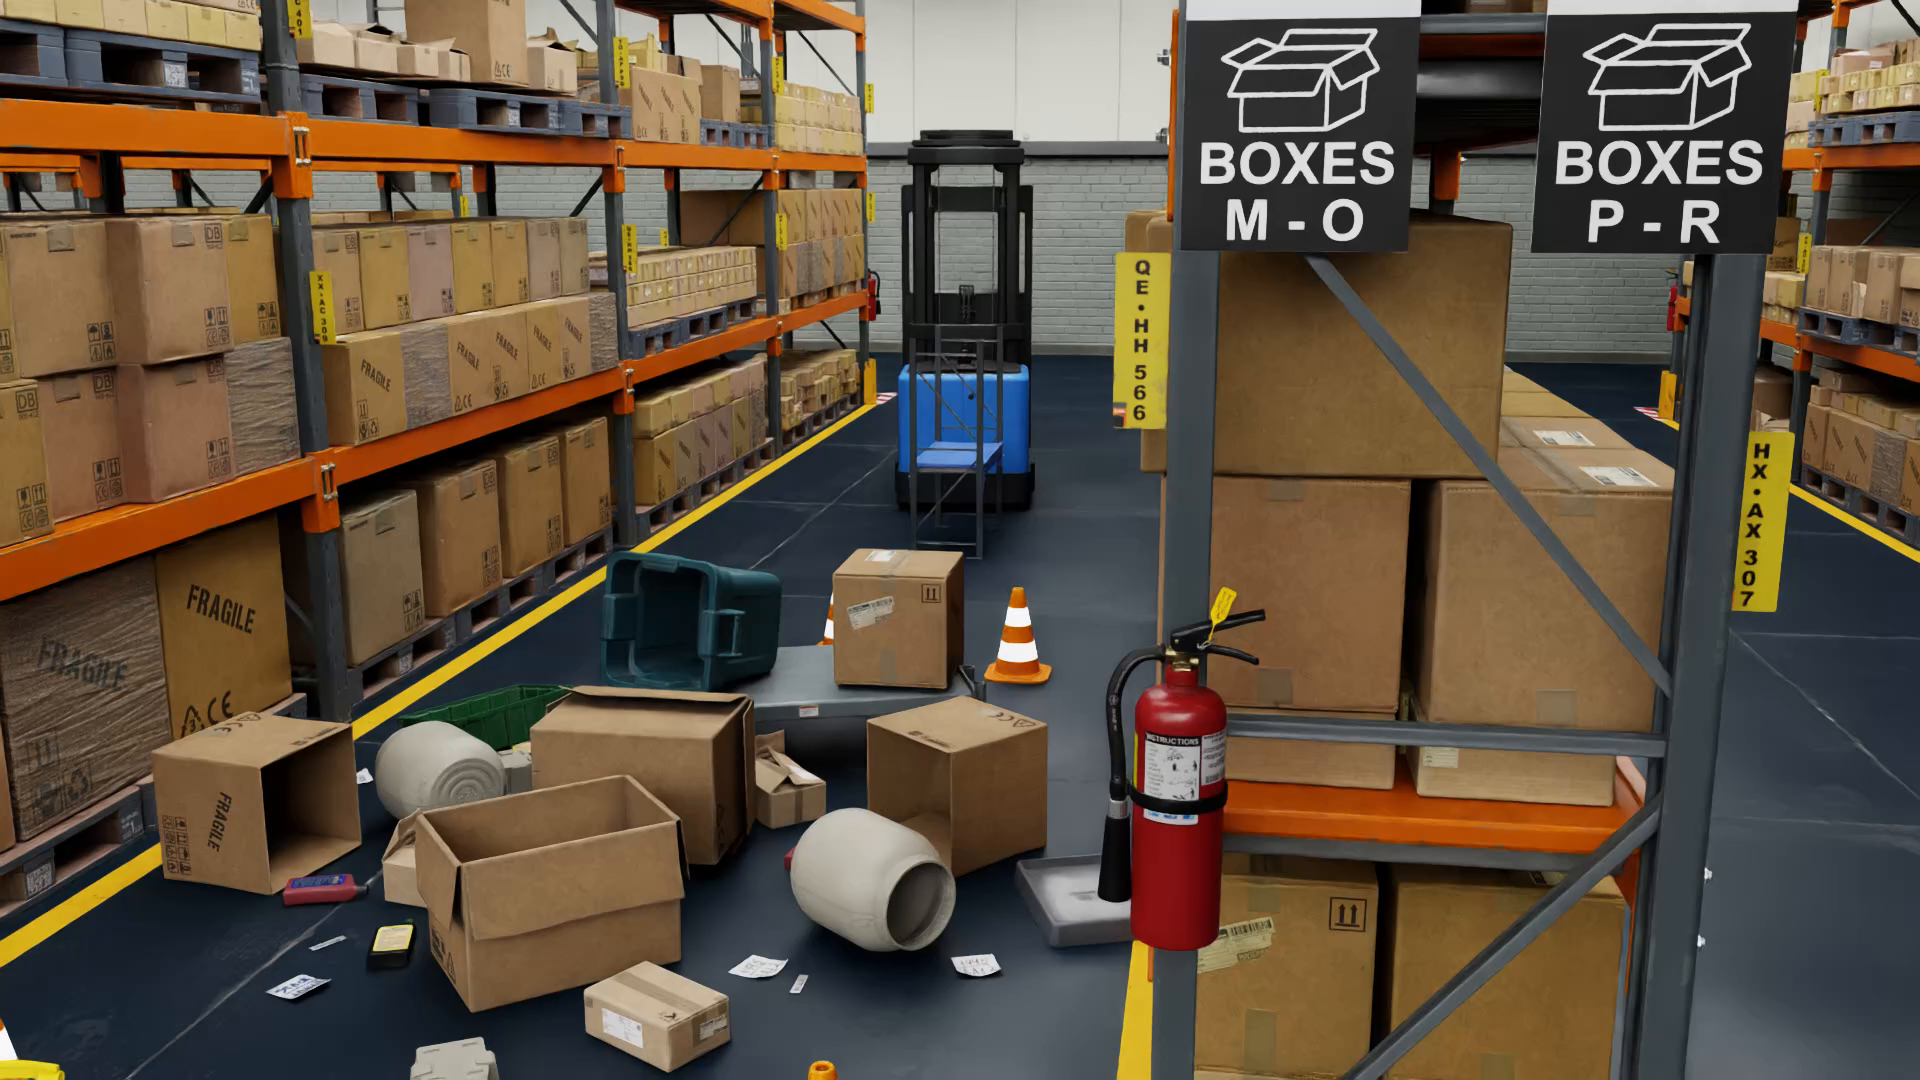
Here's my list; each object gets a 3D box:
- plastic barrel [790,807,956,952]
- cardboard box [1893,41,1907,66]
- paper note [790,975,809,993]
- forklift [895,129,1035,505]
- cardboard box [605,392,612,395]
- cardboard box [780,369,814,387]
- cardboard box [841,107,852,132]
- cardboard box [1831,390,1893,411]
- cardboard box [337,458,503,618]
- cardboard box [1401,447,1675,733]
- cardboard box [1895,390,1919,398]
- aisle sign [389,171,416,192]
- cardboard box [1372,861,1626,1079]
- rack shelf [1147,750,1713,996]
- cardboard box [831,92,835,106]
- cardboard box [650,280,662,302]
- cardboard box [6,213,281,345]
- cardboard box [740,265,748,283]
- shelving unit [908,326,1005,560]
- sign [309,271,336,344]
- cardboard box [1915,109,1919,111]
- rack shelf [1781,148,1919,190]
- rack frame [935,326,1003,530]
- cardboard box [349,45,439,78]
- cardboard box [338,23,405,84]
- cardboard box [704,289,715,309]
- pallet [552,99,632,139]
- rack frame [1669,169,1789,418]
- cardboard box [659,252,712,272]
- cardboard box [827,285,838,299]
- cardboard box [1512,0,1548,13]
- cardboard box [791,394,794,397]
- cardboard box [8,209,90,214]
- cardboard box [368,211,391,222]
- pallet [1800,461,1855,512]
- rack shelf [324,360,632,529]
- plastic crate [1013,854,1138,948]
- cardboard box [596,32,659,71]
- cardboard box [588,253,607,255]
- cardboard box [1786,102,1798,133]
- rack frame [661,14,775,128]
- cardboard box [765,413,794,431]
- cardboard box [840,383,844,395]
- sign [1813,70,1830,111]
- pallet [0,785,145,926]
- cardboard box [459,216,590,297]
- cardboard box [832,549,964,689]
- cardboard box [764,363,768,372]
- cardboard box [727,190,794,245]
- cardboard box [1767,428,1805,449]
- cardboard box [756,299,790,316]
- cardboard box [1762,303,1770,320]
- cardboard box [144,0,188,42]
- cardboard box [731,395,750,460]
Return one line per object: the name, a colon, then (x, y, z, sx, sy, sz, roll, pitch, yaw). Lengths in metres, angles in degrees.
plastic barrel: (-0.296, 1.155, 5.631, 0.421, 0.421, 0.512, -10, 16, -40)
cardboard box: (7.653, -3.843, 13.260, 0.396, 0.266, 0.258, 2, 12, 8)
paper note: (-0.517, 1.427, 5.347, 0.032, 0.001, 0.123, 2, 12, 9)
forklift: (0.065, -1.969, 14.173, 1.130, 2.935, 3.031, 0, 12, 1)
cardboard box: (-2.881, -1.037, 12.841, 0.500, 0.250, 0.500, 2, 12, 9)
cardboard box: (-1.693, -1.646, 16.868, 0.380, 0.149, 0.250, 2, 12, 10)
cardboard box: (-1.461, -4.523, 17.908, 0.500, 0.250, 0.500, 2, 12, 7)
cardboard box: (7.348, -1.138, 13.551, 0.380, 0.149, 0.250, 2, 12, 7)
cardboard box: (-3.251, -0.036, 9.385, 1.050, 0.750, 0.750, 2, 12, 9)
cardboard box: (1.229, 0.090, 3.511, 0.500, 0.500, 0.500, 2, 12, 8)
cardboard box: (7.826, -1.123, 13.483, 0.380, 0.149, 0.250, 2, 12, 9)
aisle sign: (-6.735, -4.573, 19.923, 0.394, 0.787, 0.004, 2, 12, 9)
cardboard box: (1.282, 0.983, 4.064, 0.500, 0.500, 0.500, 1, 12, 7)
rack shelf: (1.190, 0.309, 5.145, 1.077, 0.370, 4.000, 2, 12, 9)
cardboard box: (-1.530, -4.639, 17.500, 0.380, 0.149, 0.250, 2, 12, 7)
cardboard box: (-2.444, -1.865, 12.419, 0.380, 0.149, 0.250, 1, 12, 7)
cardboard box: (-3.500, -1.123, 7.167, 0.875, 0.550, 0.550, 2, 12, 9)
cardboard box: (-2.085, -2.347, 14.657, 0.380, 0.149, 0.250, 2, 12, 9)
shelving unit: (-0.013, -0.715, 11.753, 0.538, 1.500, 1.048, 2, 12, 9)
sign: (-2.861, -1.042, 7.466, 0.100, 0.325, 0.005, 2, 12, 9)
cardboard box: (7.610, -3.388, 12.838, 0.380, 0.149, 0.250, 1, 12, 7)
rack shelf: (7.940, -3.495, 15.677, 1.077, 0.370, 4.000, 2, 12, 9)
rack frame: (0.065, -0.821, 12.244, 0.500, 1.500, 0.032, 2, 12, 9)
cardboard box: (-2.937, -2.479, 8.618, 0.380, 0.149, 0.250, 2, 12, 9)
cardboard box: (-3.357, -2.647, 9.012, 0.500, 0.311, 0.500, 1, 12, 7)
cardboard box: (-2.242, -1.985, 13.685, 0.380, 0.149, 0.250, 2, 12, 11)
pallet: (-2.841, -2.669, 10.585, 1.213, 0.211, 1.003, 2, 12, 11)
rack frame: (8.248, -2.796, 17.849, 1.000, 3.000, 0.127, 2, 12, 9)
cardboard box: (-2.249, -2.275, 13.619, 0.380, 0.149, 0.250, 1, 12, 6)
cardboard box: (-1.520, -2.685, 17.929, 0.380, 0.149, 0.250, 1, 12, 6)
cardboard box: (1.254, -1.028, 3.119, 0.380, 0.149, 0.250, 2, 12, 9)
cardboard box: (-1.855, -1.393, 16.400, 0.380, 0.149, 0.250, 2, 12, 8)
cardboard box: (-7.448, -2.439, 13.571, 0.797, 0.503, 0.637, 2, 12, 10)
cardboard box: (-6.867, -3.521, 19.081, 0.500, 0.500, 0.500, 2, 12, 7)
pallet: (7.545, -0.430, 13.488, 1.003, 0.211, 1.213, 2, 12, 9)
rack shelf: (-3.102, -0.663, 9.655, 1.077, 0.370, 4.000, 2, 12, 9)
plastic crate: (0.445, 1.269, 5.915, 0.402, 0.080, 0.583, -2, 12, -11)
cardboard box: (-2.380, -3.503, 11.951, 0.396, 0.266, 0.258, 2, 12, 9)
cardboard box: (-2.930, -2.244, 13.473, 0.380, 0.149, 0.250, 2, 12, 10)
cardboard box: (7.529, -3.719, 14.661, 0.500, 0.250, 0.500, 1, 12, 7)
rack frame: (-2.179, -5.196, 14.743, 1.000, 3.000, 0.127, 2, 12, 9)
cardboard box: (-1.806, -1.140, 15.934, 0.380, 0.149, 0.250, 1, 12, 6)
cardboard box: (-1.504, -1.682, 18.449, 0.380, 0.149, 0.250, 2, 12, 8)
sign: (7.095, -3.699, 13.689, 0.100, 0.325, 0.005, 2, 12, 9)
pallet: (-3.789, 1.176, 6.037, 1.003, 0.211, 1.213, 2, 12, 9)
cardboard box: (-2.873, -1.875, 10.963, 0.700, 0.500, 0.500, 2, 12, 8)
cardboard box: (-0.266, 0.342, 7.423, 0.500, 0.500, 0.500, 2, 12, 9)
cardboard box: (-2.107, -1.770, 17.446, 0.380, 0.149, 0.250, 2, 12, 9)
cardboard box: (-1.869, -3.032, 15.627, 0.500, 0.500, 0.500, 2, 12, 10)
cardboard box: (7.428, -0.901, 14.824, 0.380, 0.149, 0.250, 2, 12, 7)
cardboard box: (-1.812, -2.189, 15.626, 0.380, 0.149, 0.250, 2, 12, 11)
cardboard box: (7.534, -2.079, 15.117, 0.380, 0.149, 0.250, 2, 12, 10)
cardboard box: (-3.226, -2.003, 6.410, 0.380, 0.149, 0.250, 2, 12, 10)
cardboard box: (-2.123, -0.978, 14.346, 0.500, 0.500, 0.500, 2, 12, 7)
